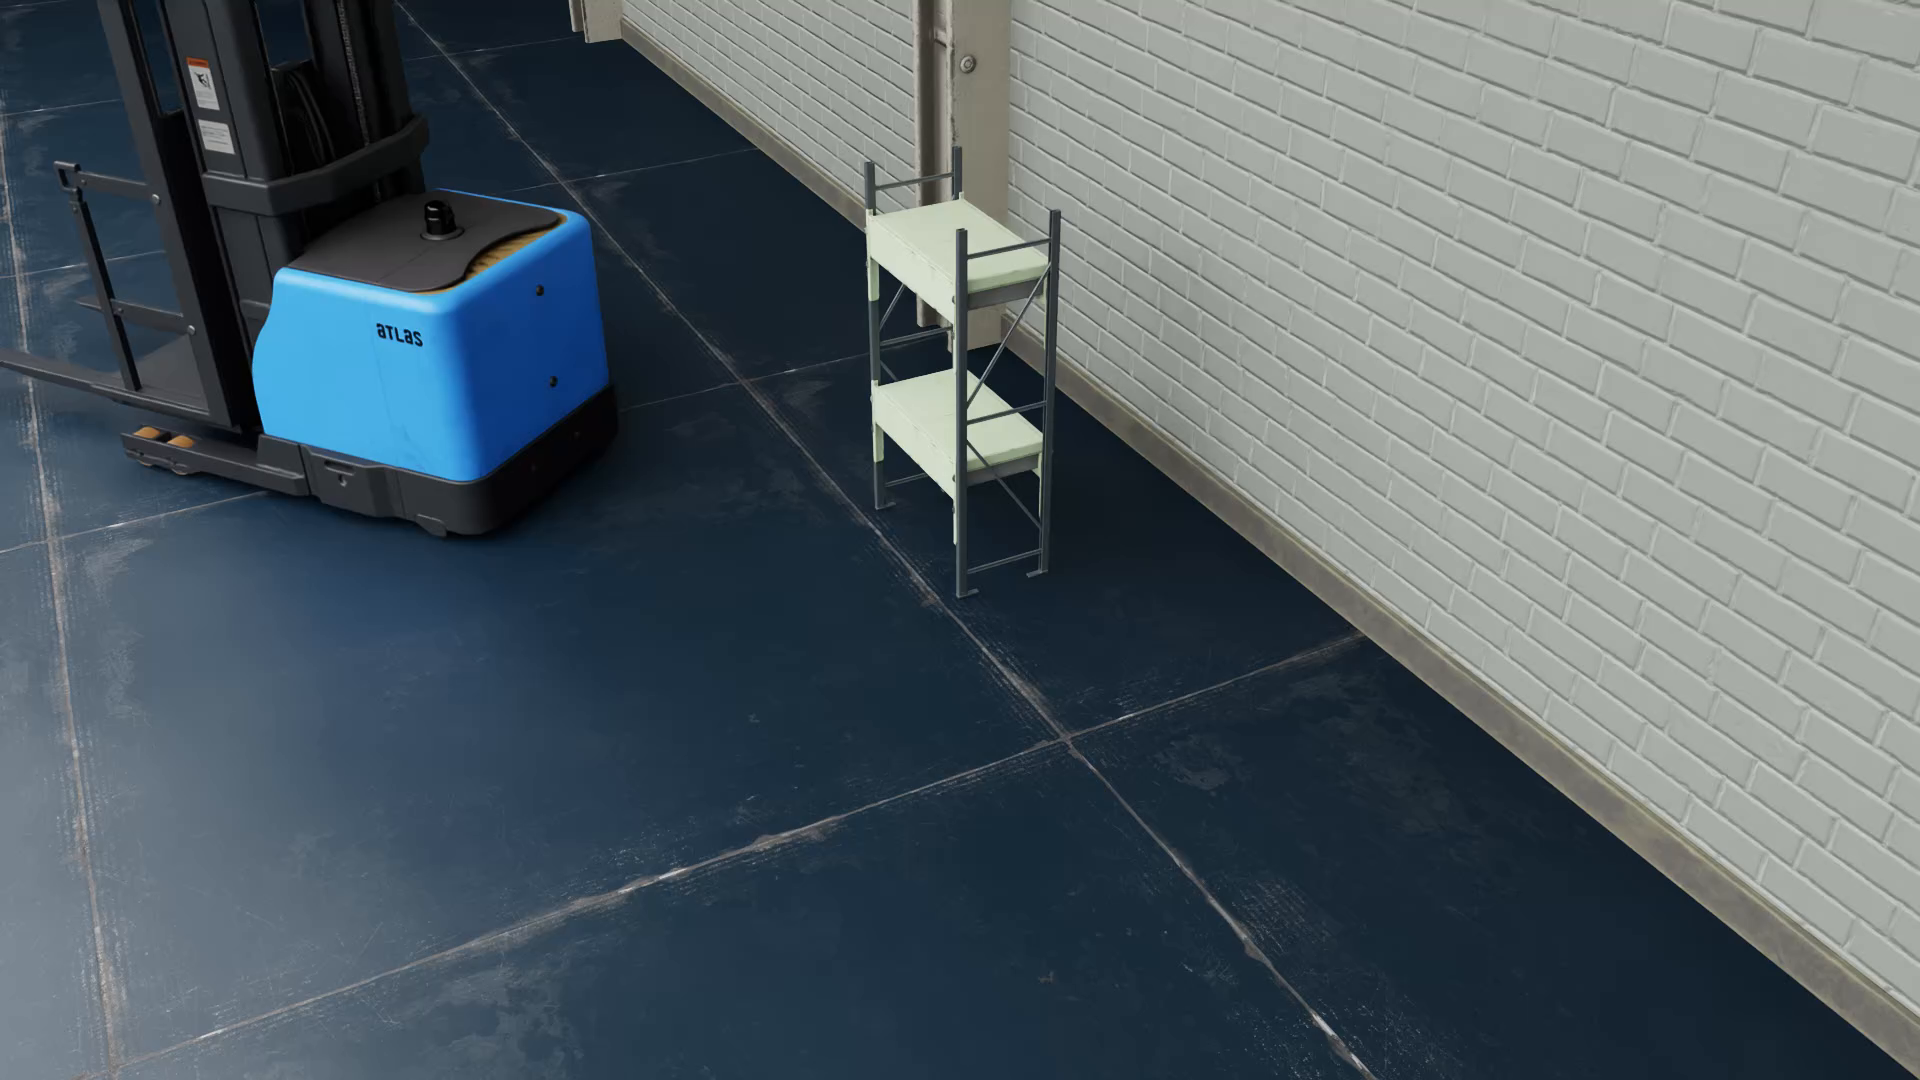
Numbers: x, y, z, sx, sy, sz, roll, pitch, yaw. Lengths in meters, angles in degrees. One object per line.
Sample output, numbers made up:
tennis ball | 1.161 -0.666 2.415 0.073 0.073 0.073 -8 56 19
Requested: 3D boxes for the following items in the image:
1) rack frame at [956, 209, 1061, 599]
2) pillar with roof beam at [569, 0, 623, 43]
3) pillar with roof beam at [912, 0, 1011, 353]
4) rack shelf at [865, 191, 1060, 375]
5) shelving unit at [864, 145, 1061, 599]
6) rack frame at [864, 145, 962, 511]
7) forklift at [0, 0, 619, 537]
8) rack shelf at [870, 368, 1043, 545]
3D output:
rack frame | 0.168 -0.460 6.078 0.400 1.500 0.023 -16 36 -23
pillar with roof beam | -6.599 -6.620 8.741 9.100 9.000 0.400 -16 36 -23
pillar with roof beam | -3.802 -3.757 4.272 9.100 9.000 0.400 -16 36 -23
rack shelf | -0.003 -0.963 6.140 0.431 0.370 0.720 -16 36 -23
shelving unit | -0.003 -0.635 6.350 0.431 1.500 0.755 -16 36 -23
rack frame | -0.174 -0.809 6.623 0.400 1.500 0.023 -16 36 -23
forklift | -3.078 -1.761 6.781 3.031 2.935 1.130 13 35 20
rack shelf | -0.003 -0.360 6.526 0.431 0.370 0.720 -16 36 -23
